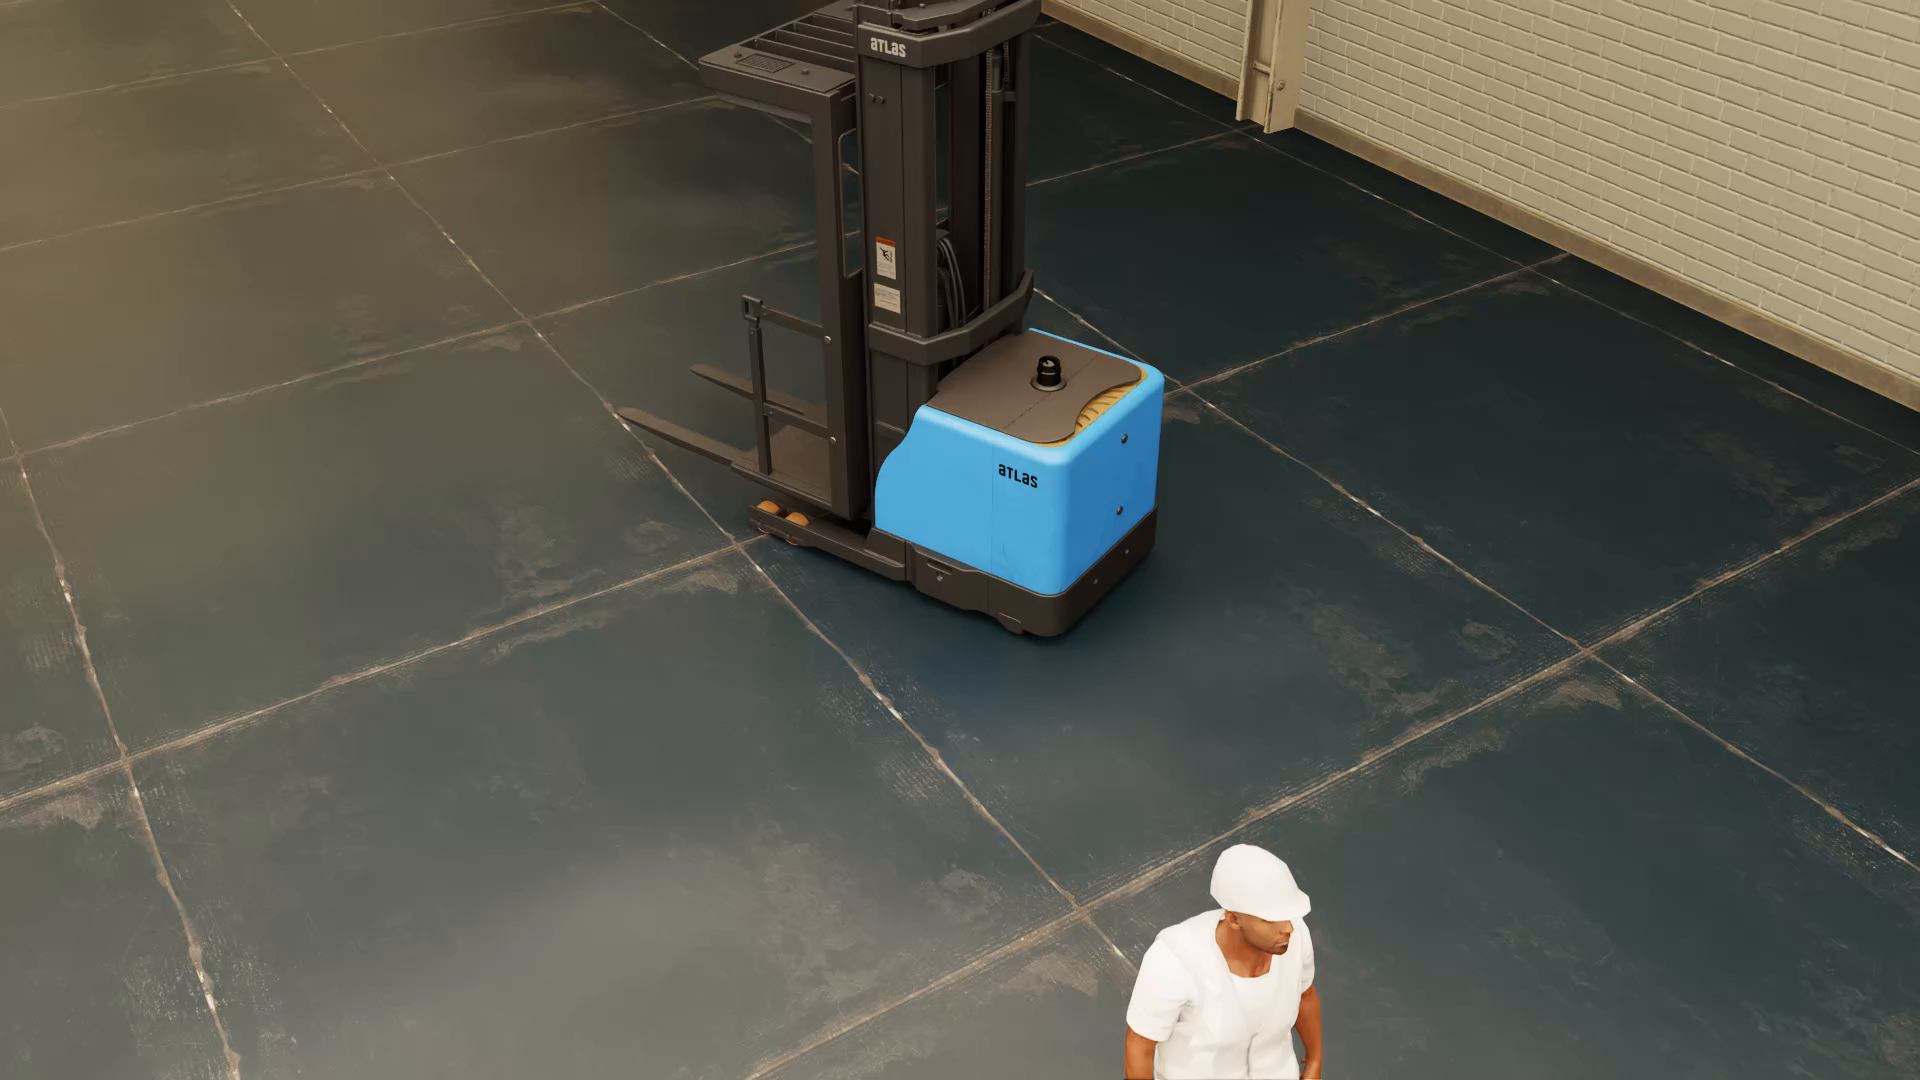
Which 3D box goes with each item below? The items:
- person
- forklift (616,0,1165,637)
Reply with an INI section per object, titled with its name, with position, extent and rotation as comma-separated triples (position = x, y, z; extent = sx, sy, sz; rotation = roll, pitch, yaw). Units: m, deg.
[person]
position = 0.811, 1.639, 4.815
extent = 0.666, 1.765, 0.576
rotation = -17, 38, -22
[forklift]
position = -0.500, -1.399, 8.138
extent = 3.031, 2.935, 1.130
rotation = 22, 41, 28
